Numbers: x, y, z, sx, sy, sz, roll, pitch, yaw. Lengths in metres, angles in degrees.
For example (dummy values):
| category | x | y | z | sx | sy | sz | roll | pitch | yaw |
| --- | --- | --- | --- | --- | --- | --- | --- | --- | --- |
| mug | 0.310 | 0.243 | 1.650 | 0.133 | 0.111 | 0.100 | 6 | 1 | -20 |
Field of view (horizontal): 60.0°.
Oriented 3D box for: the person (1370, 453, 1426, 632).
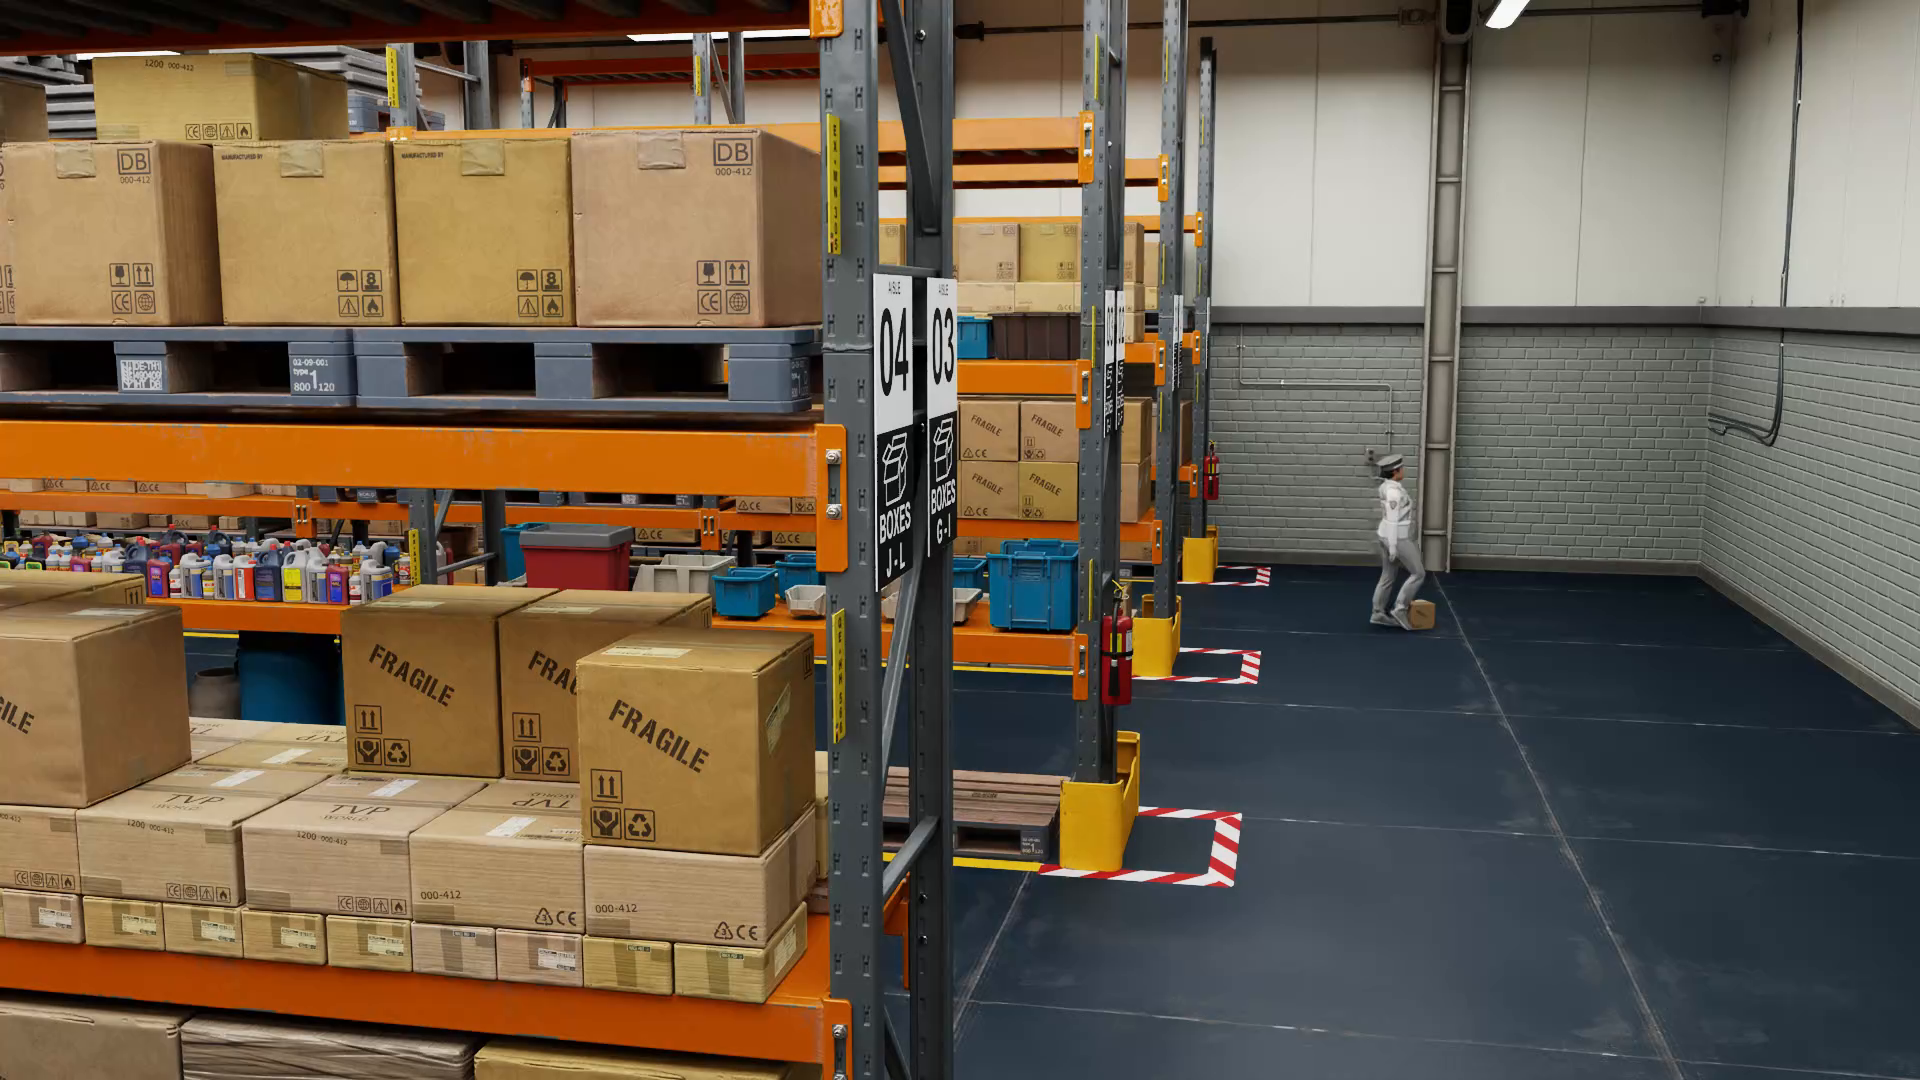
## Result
| category | x | y | z | sx | sy | sz | roll | pitch | yaw |
| --- | --- | --- | --- | --- | --- | --- | --- | --- | --- |
| person | 4.233 | 0.025 | 16.058 | 0.472 | 1.733 | 0.512 | 0 | 8 | 0 |
